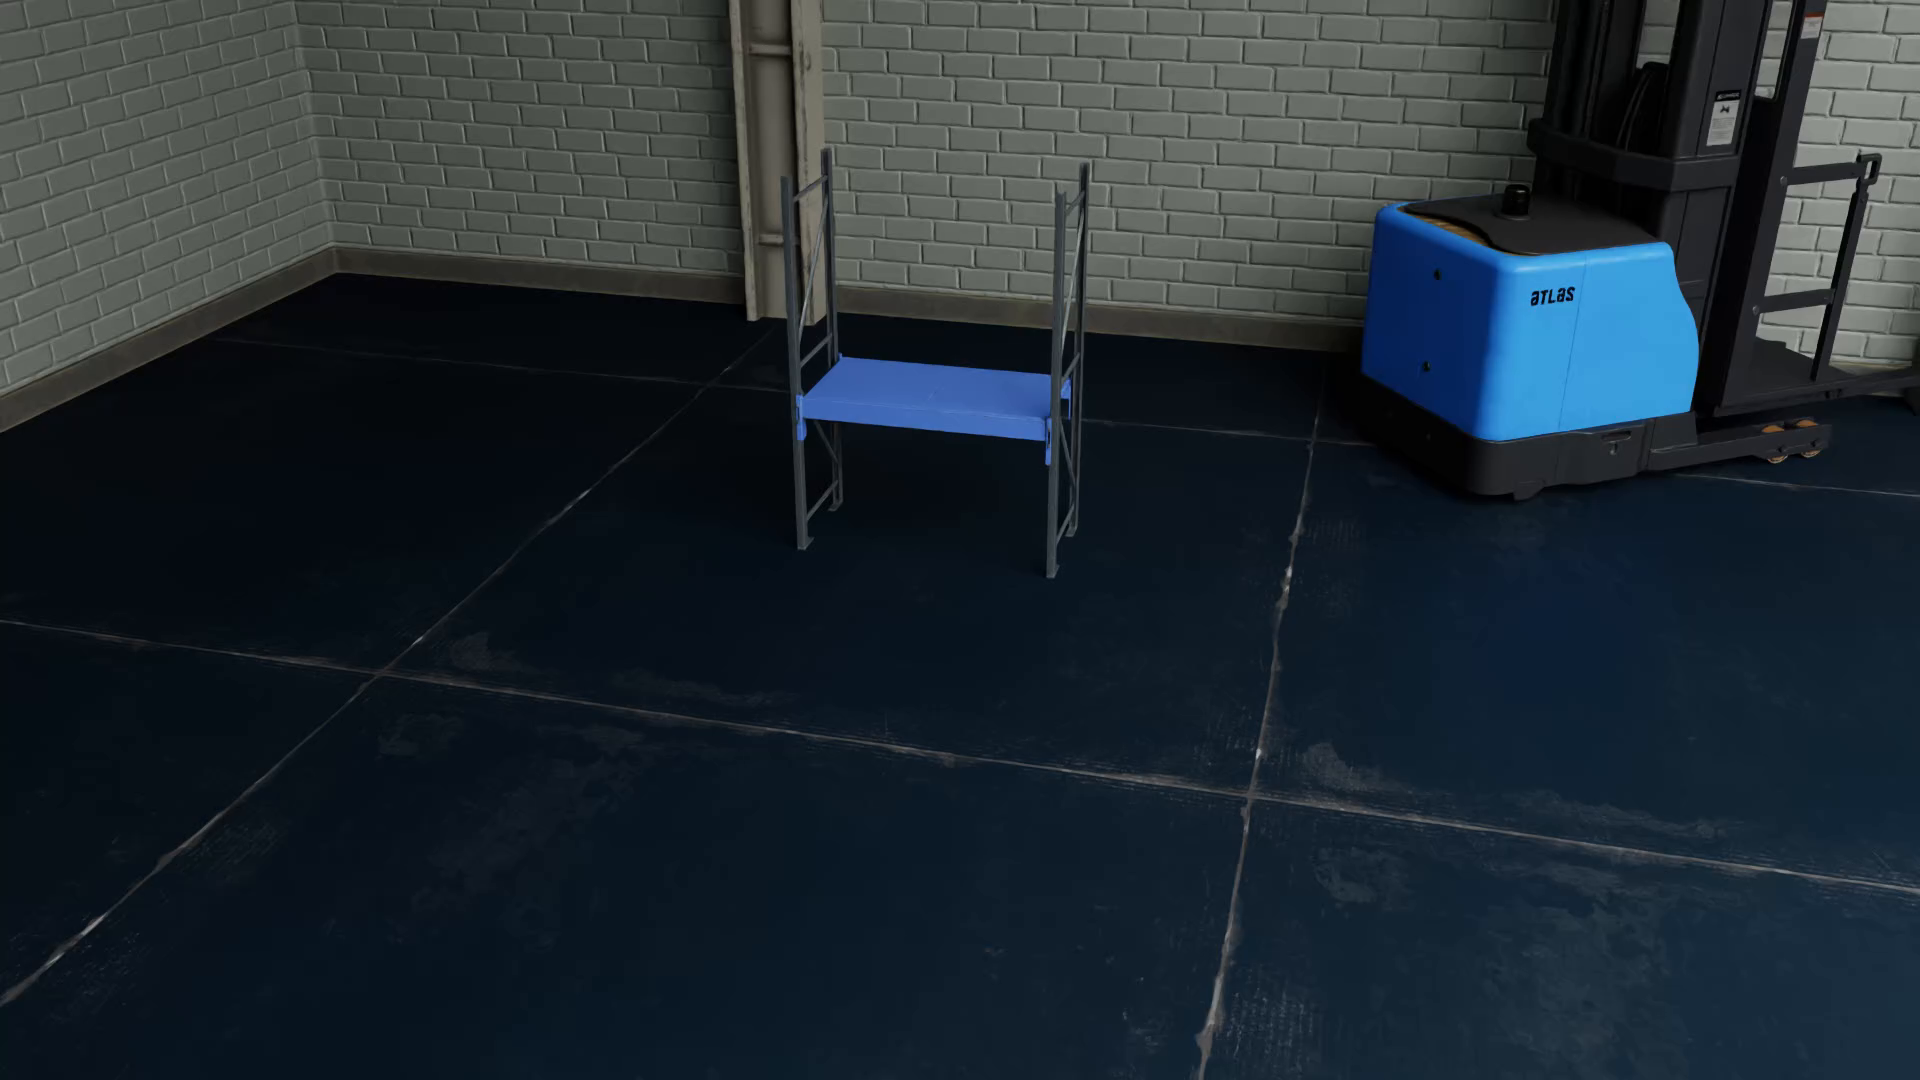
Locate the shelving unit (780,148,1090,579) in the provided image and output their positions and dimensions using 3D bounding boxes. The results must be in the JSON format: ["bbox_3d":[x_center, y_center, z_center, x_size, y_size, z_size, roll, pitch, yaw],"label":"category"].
[{"bbox_3d":[-0.083,-0.686,6.447,1.048,1.500,0.538,6,26,13],"label":"shelving unit"}]

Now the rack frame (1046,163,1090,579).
[{"bbox_3d":[0.410,-0.632,6.332,0.032,1.500,0.500,6,26,13],"label":"rack frame"}]

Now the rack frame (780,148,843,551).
[{"bbox_3d":[-0.575,-0.741,6.561,0.032,1.500,0.500,6,26,13],"label":"rack frame"}]

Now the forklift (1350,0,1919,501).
[{"bbox_3d":[3.400,-1.871,7.270,3.031,2.935,1.130,-9,27,-18],"label":"forklift"}]

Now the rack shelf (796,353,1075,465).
[{"bbox_3d":[-0.083,-0.524,6.524,1.000,0.185,0.538,6,26,13],"label":"rack shelf"}]

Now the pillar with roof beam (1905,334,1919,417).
[{"bbox_3d":[3.768,-2.905,2.382,0.400,9.000,9.100,6,26,13],"label":"pillar with roof beam"}]

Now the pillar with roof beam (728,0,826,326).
[{"bbox_3d":[-2.043,-3.547,3.732,0.400,9.000,9.100,6,26,13],"label":"pillar with roof beam"}]
